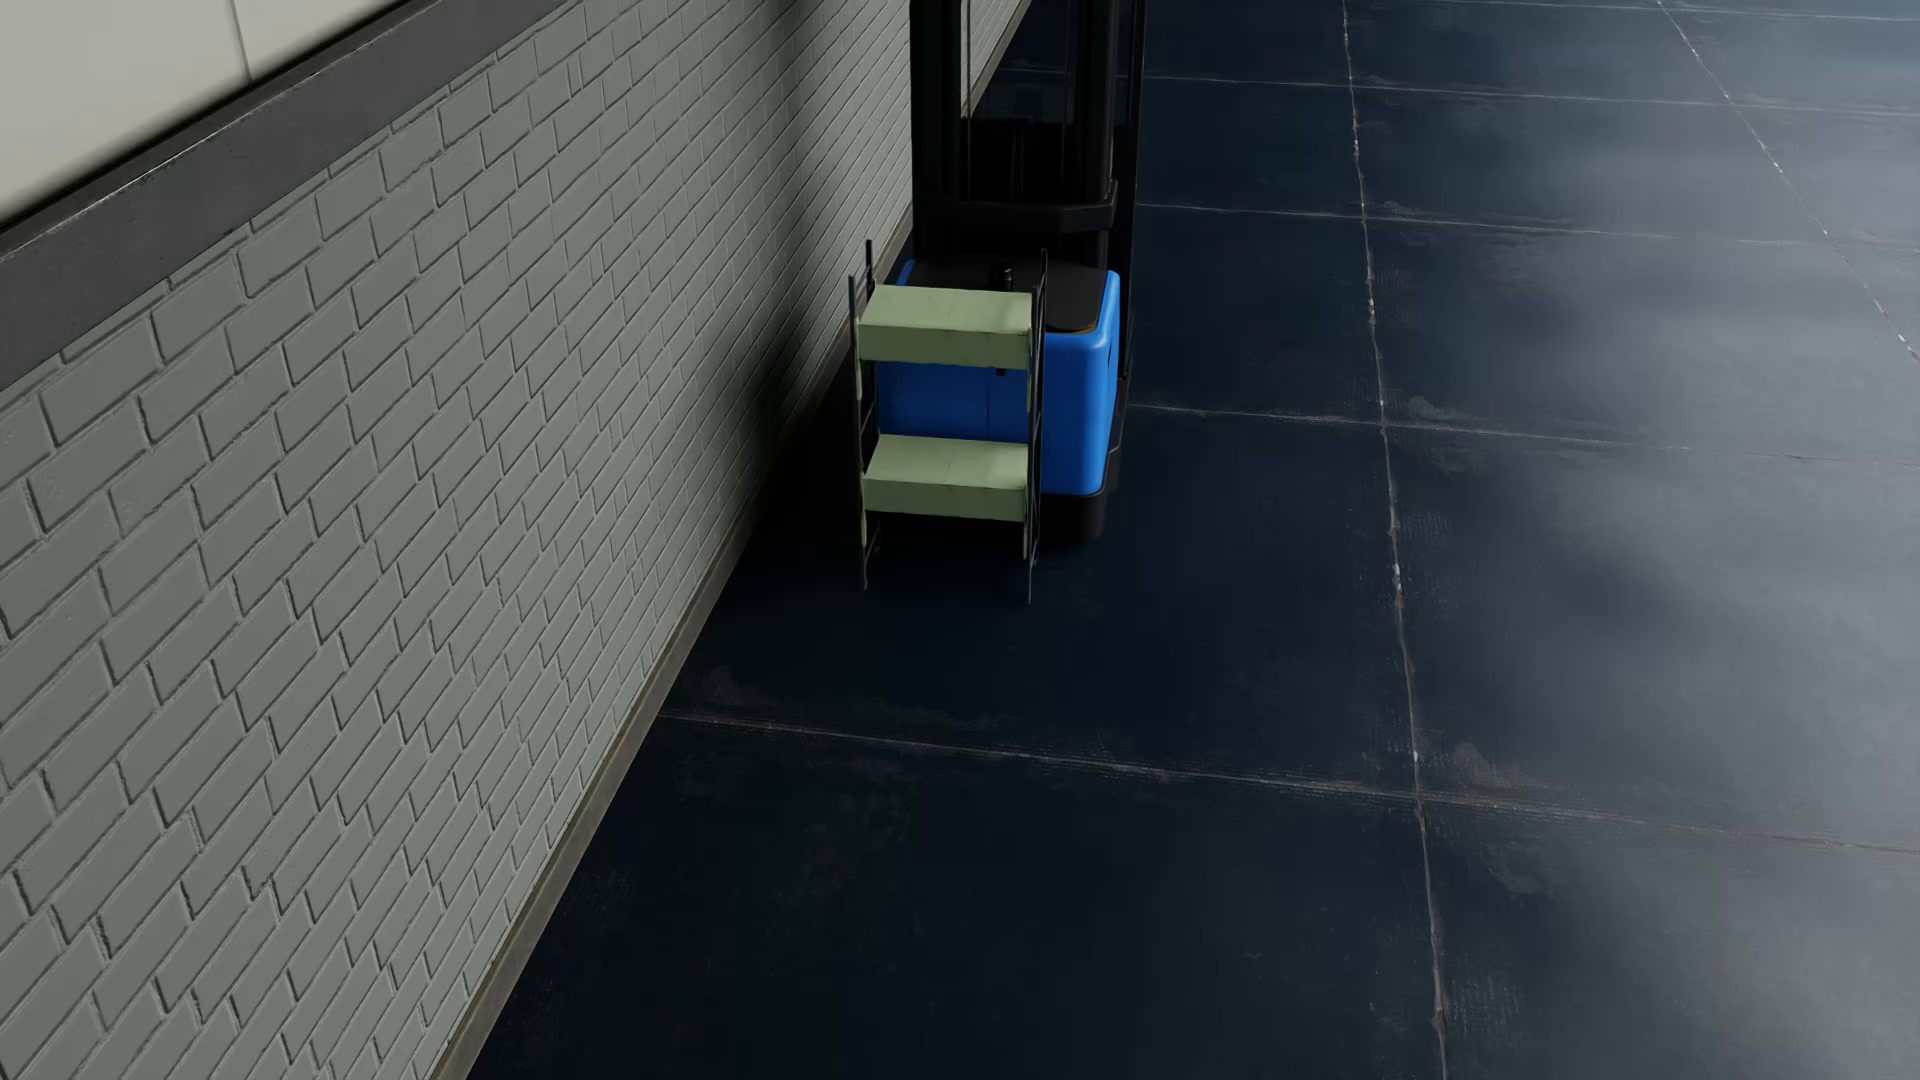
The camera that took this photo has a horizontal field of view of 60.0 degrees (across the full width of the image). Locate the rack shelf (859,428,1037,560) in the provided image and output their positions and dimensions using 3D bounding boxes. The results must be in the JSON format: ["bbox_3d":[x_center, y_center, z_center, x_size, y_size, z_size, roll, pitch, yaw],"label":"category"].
[{"bbox_3d":[-0.042,-0.207,7.281,0.720,0.370,0.431,4,32,7],"label":"rack shelf"}]

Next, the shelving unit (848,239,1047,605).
[{"bbox_3d":[-0.042,-0.483,7.108,0.755,1.500,0.431,4,32,7],"label":"shelving unit"}]

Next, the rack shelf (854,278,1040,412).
[{"bbox_3d":[-0.042,-0.814,6.901,0.720,0.370,0.431,4,32,7],"label":"rack shelf"}]

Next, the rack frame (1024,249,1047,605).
[{"bbox_3d":[0.320,-0.456,7.065,0.023,1.500,0.400,4,32,7],"label":"rack frame"}]

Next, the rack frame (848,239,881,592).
[{"bbox_3d":[-0.405,-0.510,7.152,0.023,1.500,0.400,4,32,7],"label":"rack frame"}]

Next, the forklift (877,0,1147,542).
[{"bbox_3d":[0.347,-2.000,8.183,1.130,2.935,3.031,5,32,7],"label":"forklift"}]
